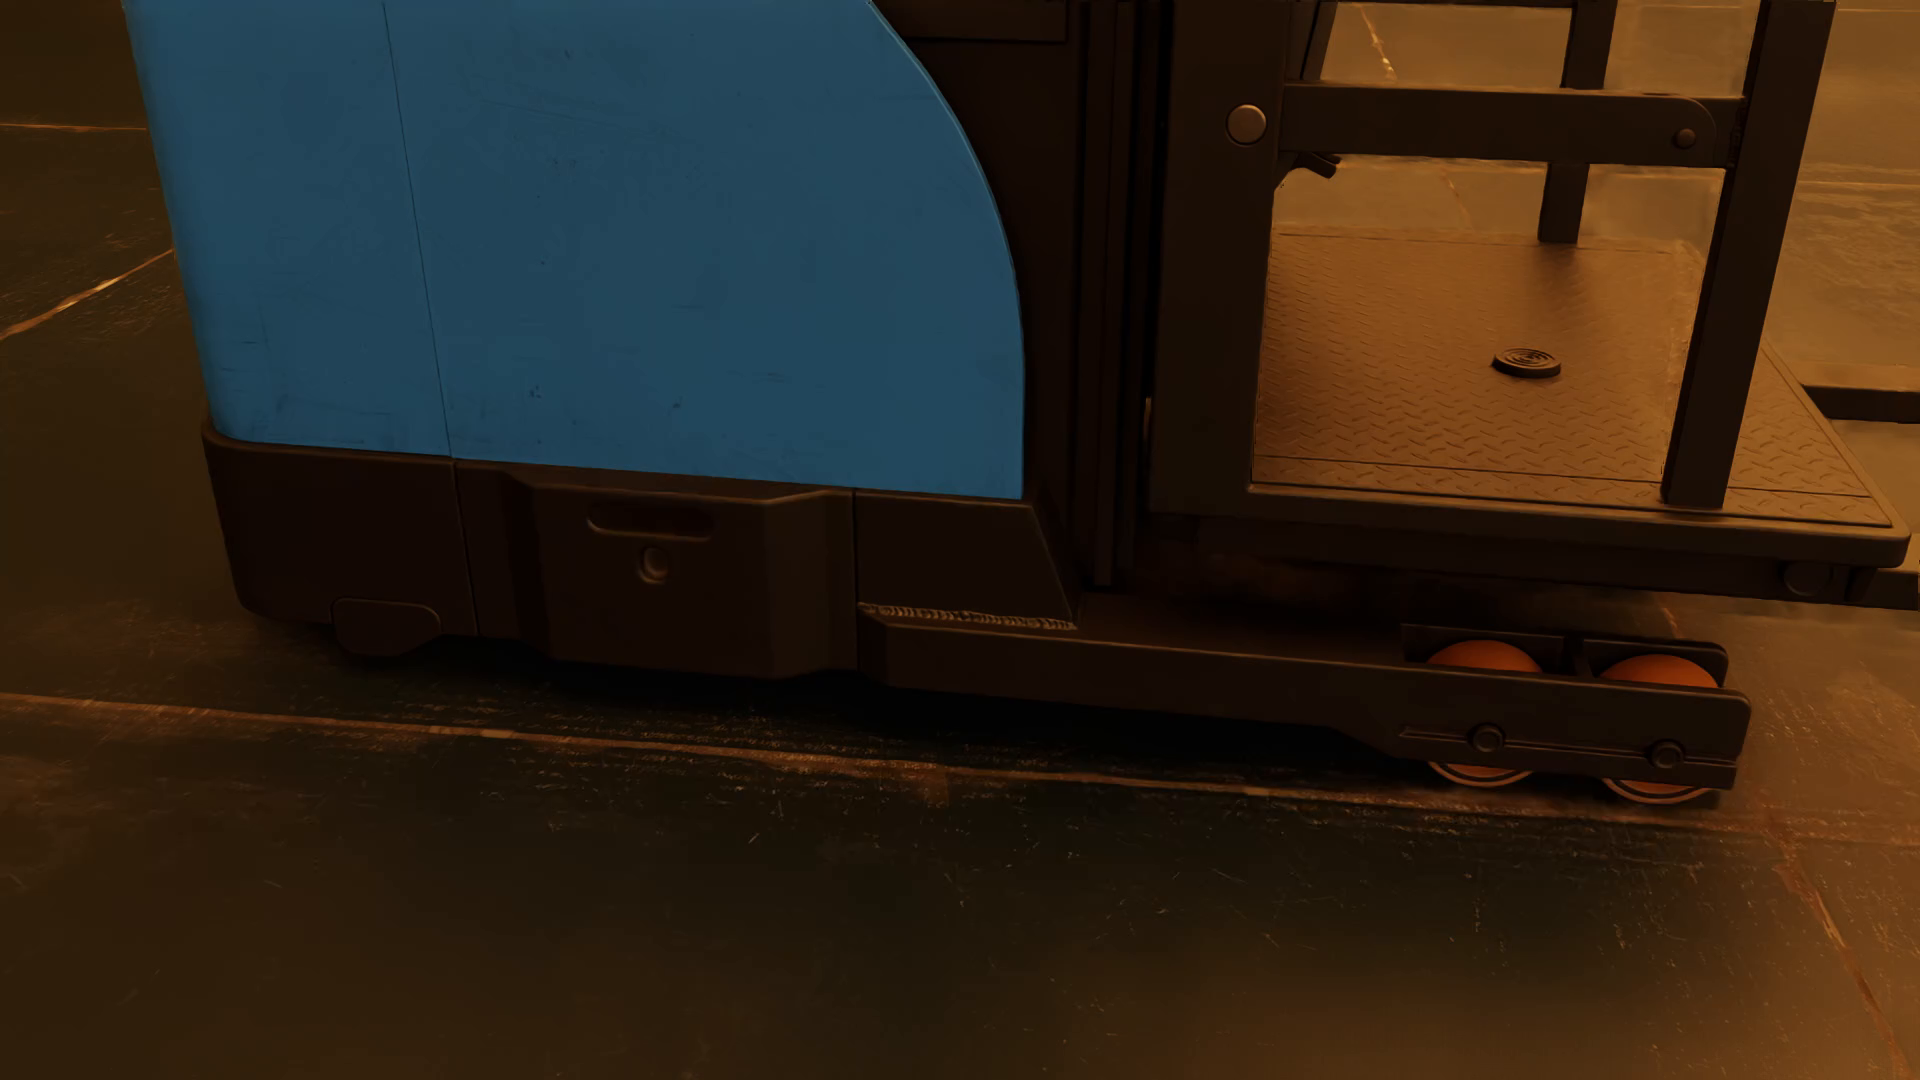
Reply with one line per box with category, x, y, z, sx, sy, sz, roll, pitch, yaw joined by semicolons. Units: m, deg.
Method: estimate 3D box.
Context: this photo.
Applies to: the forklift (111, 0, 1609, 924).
forklift;0.343;-1.547;2.318;1.130;2.935;3.031;17;31;31
